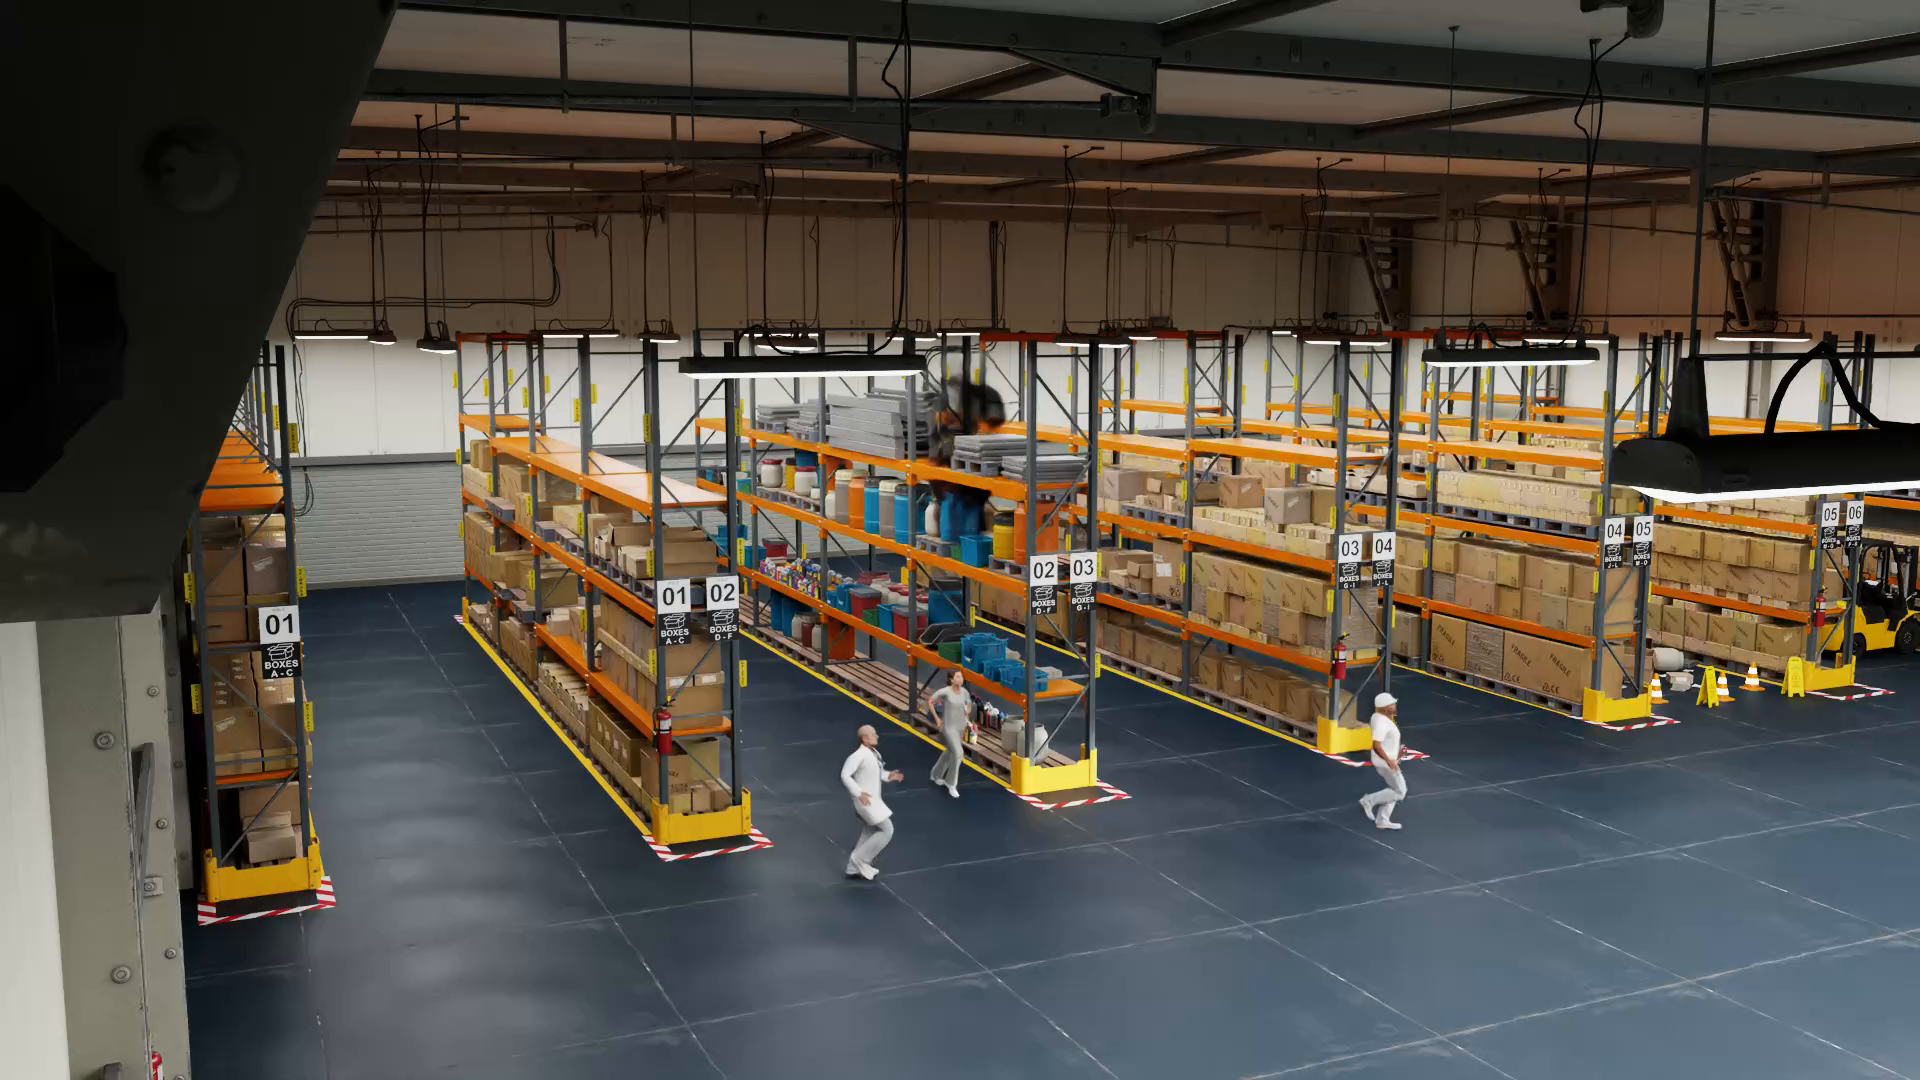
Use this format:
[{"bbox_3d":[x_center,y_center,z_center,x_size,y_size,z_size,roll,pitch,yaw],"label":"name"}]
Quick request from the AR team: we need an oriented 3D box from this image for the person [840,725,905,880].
[{"bbox_3d":[-0.964,2.957,18.724,0.656,1.765,0.710,1,8,7],"label":"person"}]

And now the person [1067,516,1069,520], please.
[{"bbox_3d":[2.564,0.226,39.018,0.766,1.708,0.802,-3,8,-19],"label":"person"}]

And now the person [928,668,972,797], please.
[{"bbox_3d":[-0.120,2.542,22.204,0.544,1.712,0.705,-7,10,-41],"label":"person"}]

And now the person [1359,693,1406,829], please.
[{"bbox_3d":[5.232,2.729,20.541,0.578,1.712,0.718,1,8,8],"label":"person"}]
